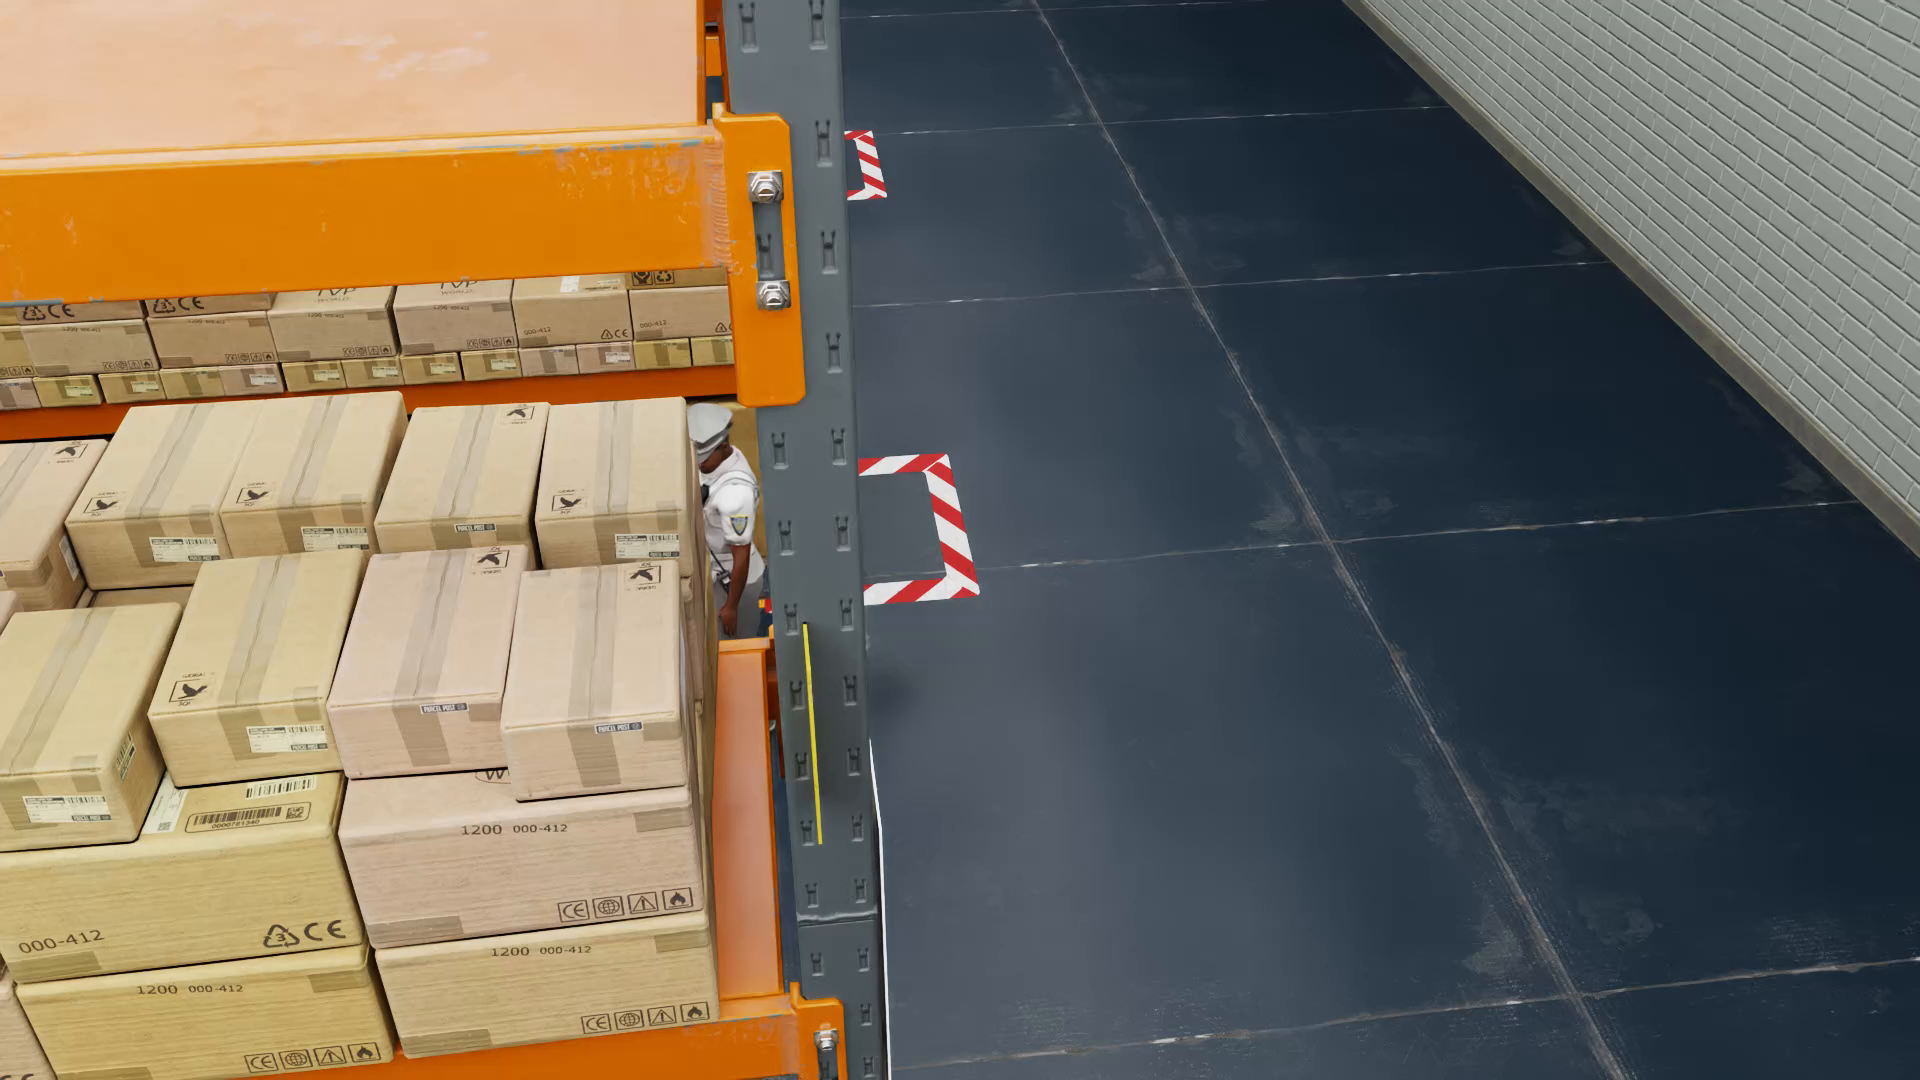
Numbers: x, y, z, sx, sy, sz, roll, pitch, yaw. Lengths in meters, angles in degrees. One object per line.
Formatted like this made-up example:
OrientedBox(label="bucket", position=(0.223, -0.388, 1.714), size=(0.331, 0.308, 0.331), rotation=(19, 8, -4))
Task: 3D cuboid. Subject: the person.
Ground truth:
OrientedBox(label="person", position=(-1.034, 0.207, 7.016), size=(0.417, 1.740, 0.483), rotation=(-13, 37, -18))
